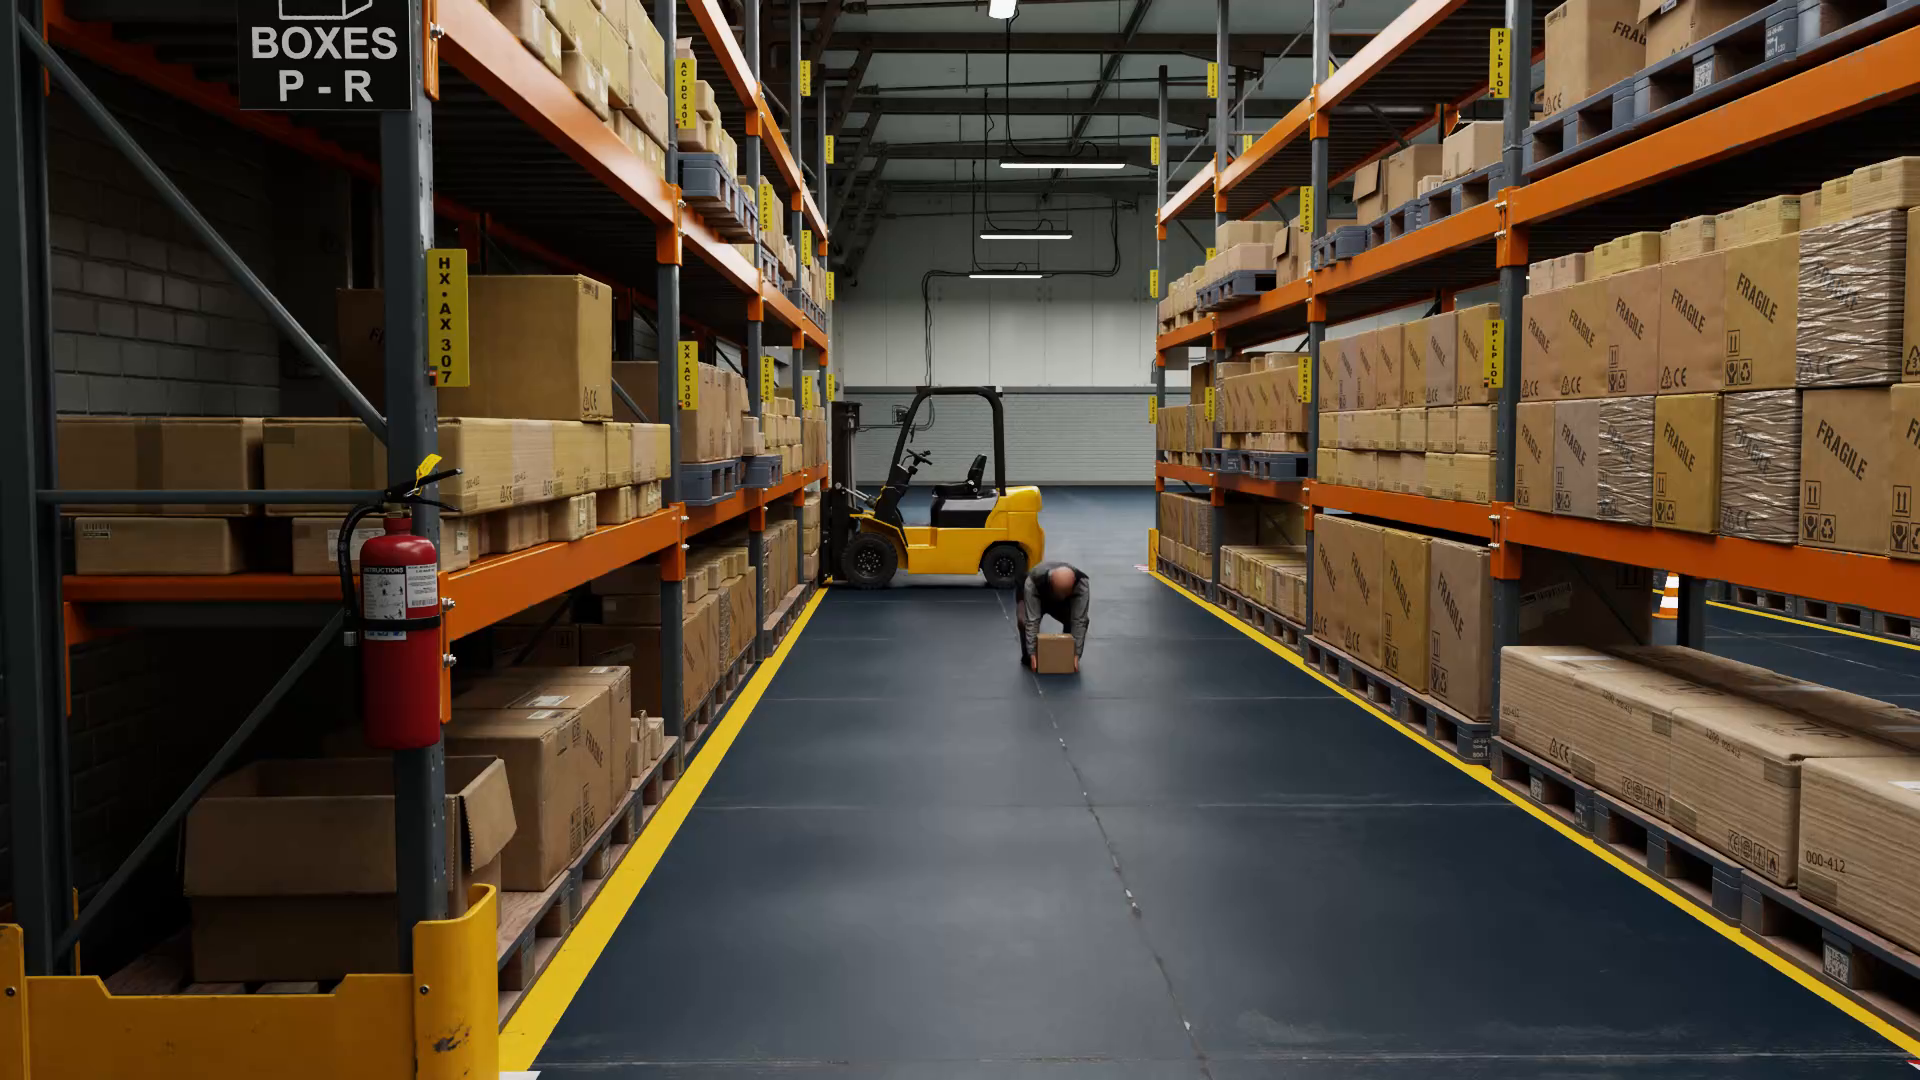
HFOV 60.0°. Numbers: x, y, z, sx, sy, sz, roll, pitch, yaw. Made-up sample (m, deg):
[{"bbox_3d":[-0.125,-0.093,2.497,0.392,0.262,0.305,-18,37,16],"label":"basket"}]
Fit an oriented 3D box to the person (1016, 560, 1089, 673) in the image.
[{"bbox_3d":[0.660,0.541,11.879,0.512,0.806,0.928,0,4,-3],"label":"person"}]
